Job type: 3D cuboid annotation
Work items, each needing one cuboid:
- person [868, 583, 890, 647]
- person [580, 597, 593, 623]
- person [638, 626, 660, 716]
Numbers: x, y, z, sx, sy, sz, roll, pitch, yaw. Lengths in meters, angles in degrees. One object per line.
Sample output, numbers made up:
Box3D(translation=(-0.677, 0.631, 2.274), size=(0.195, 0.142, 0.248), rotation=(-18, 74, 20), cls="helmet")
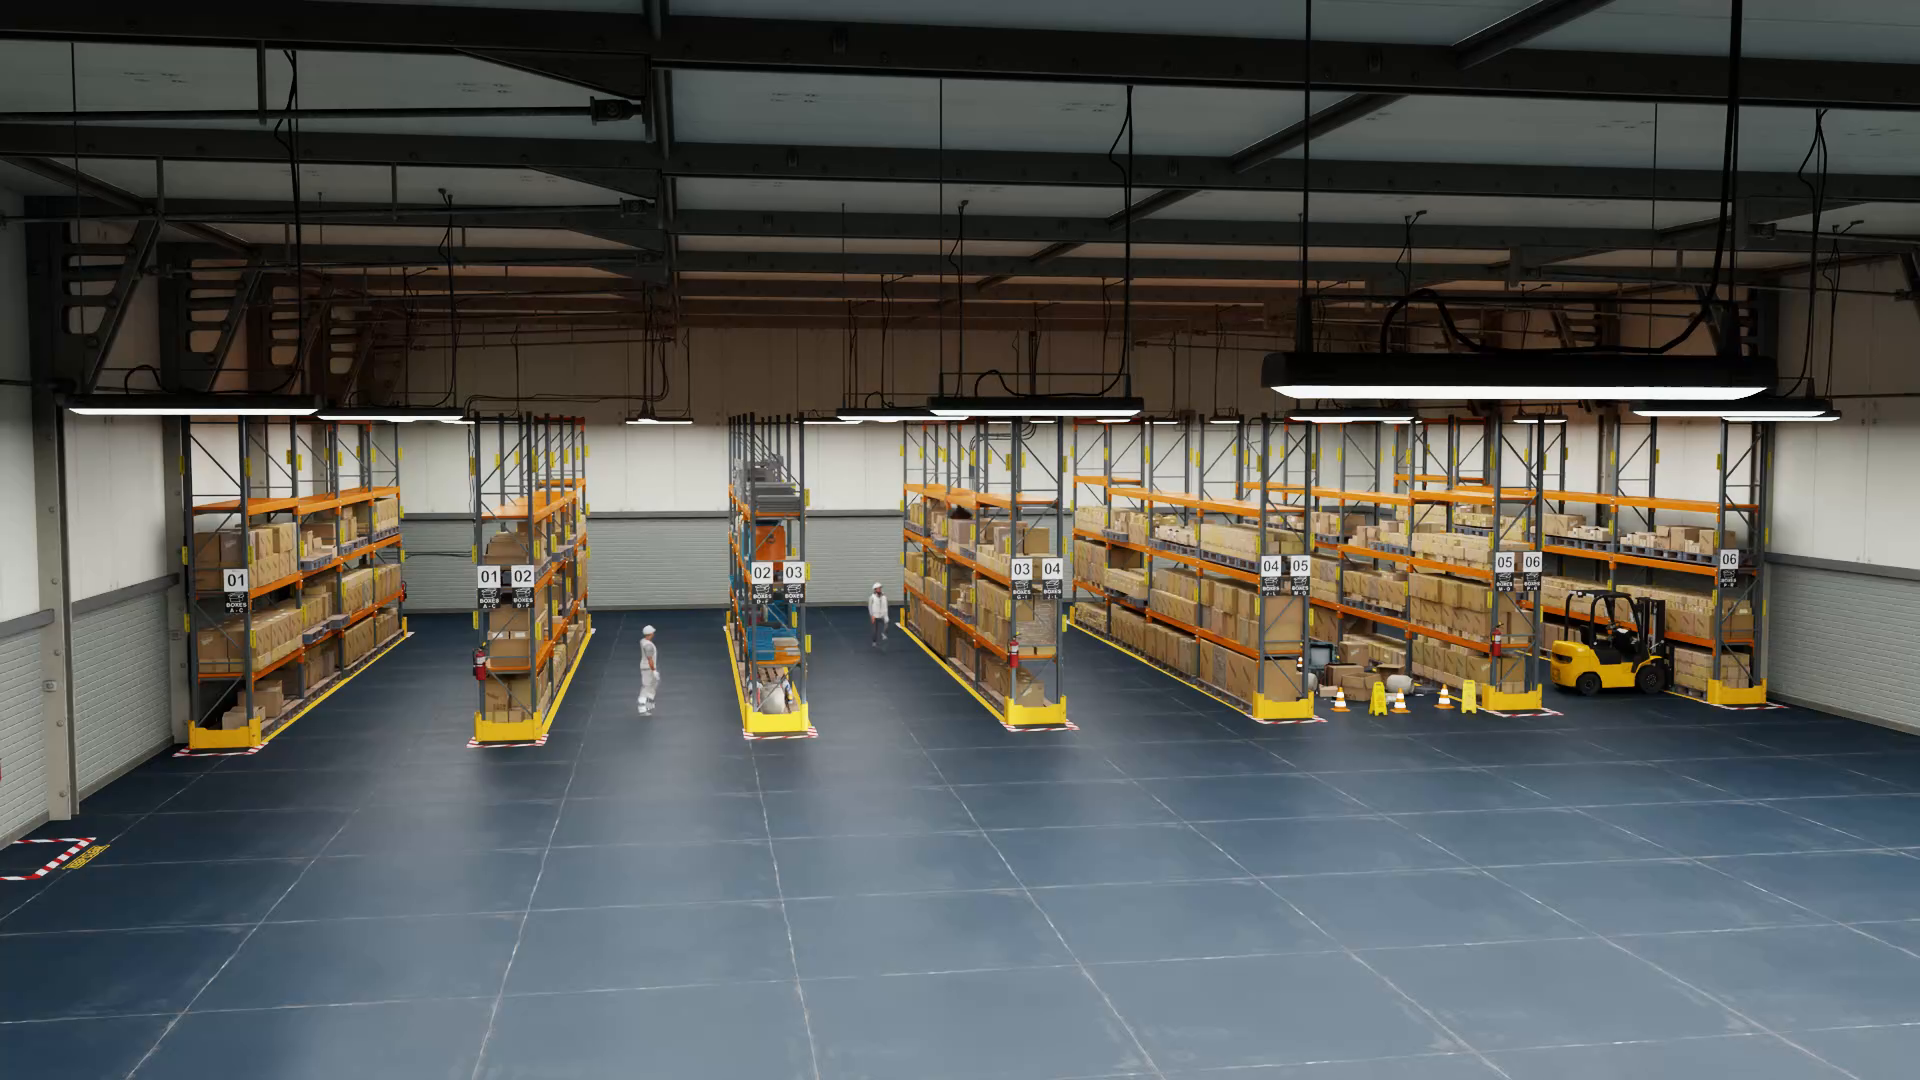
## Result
Box3D(translation=(-2.080, 1.945, 42.575), size=(0.546, 1.680, 1.045), rotation=(-1, 4, -9), cls="person")
Box3D(translation=(-11.074, 1.583, 48.262), size=(0.583, 1.727, 1.036), rotation=(-3, 5, -41), cls="person")
Box3D(translation=(-6.171, 2.601, 33.058), size=(0.449, 1.834, 0.662), rotation=(0, 4, -7), cls="person")
